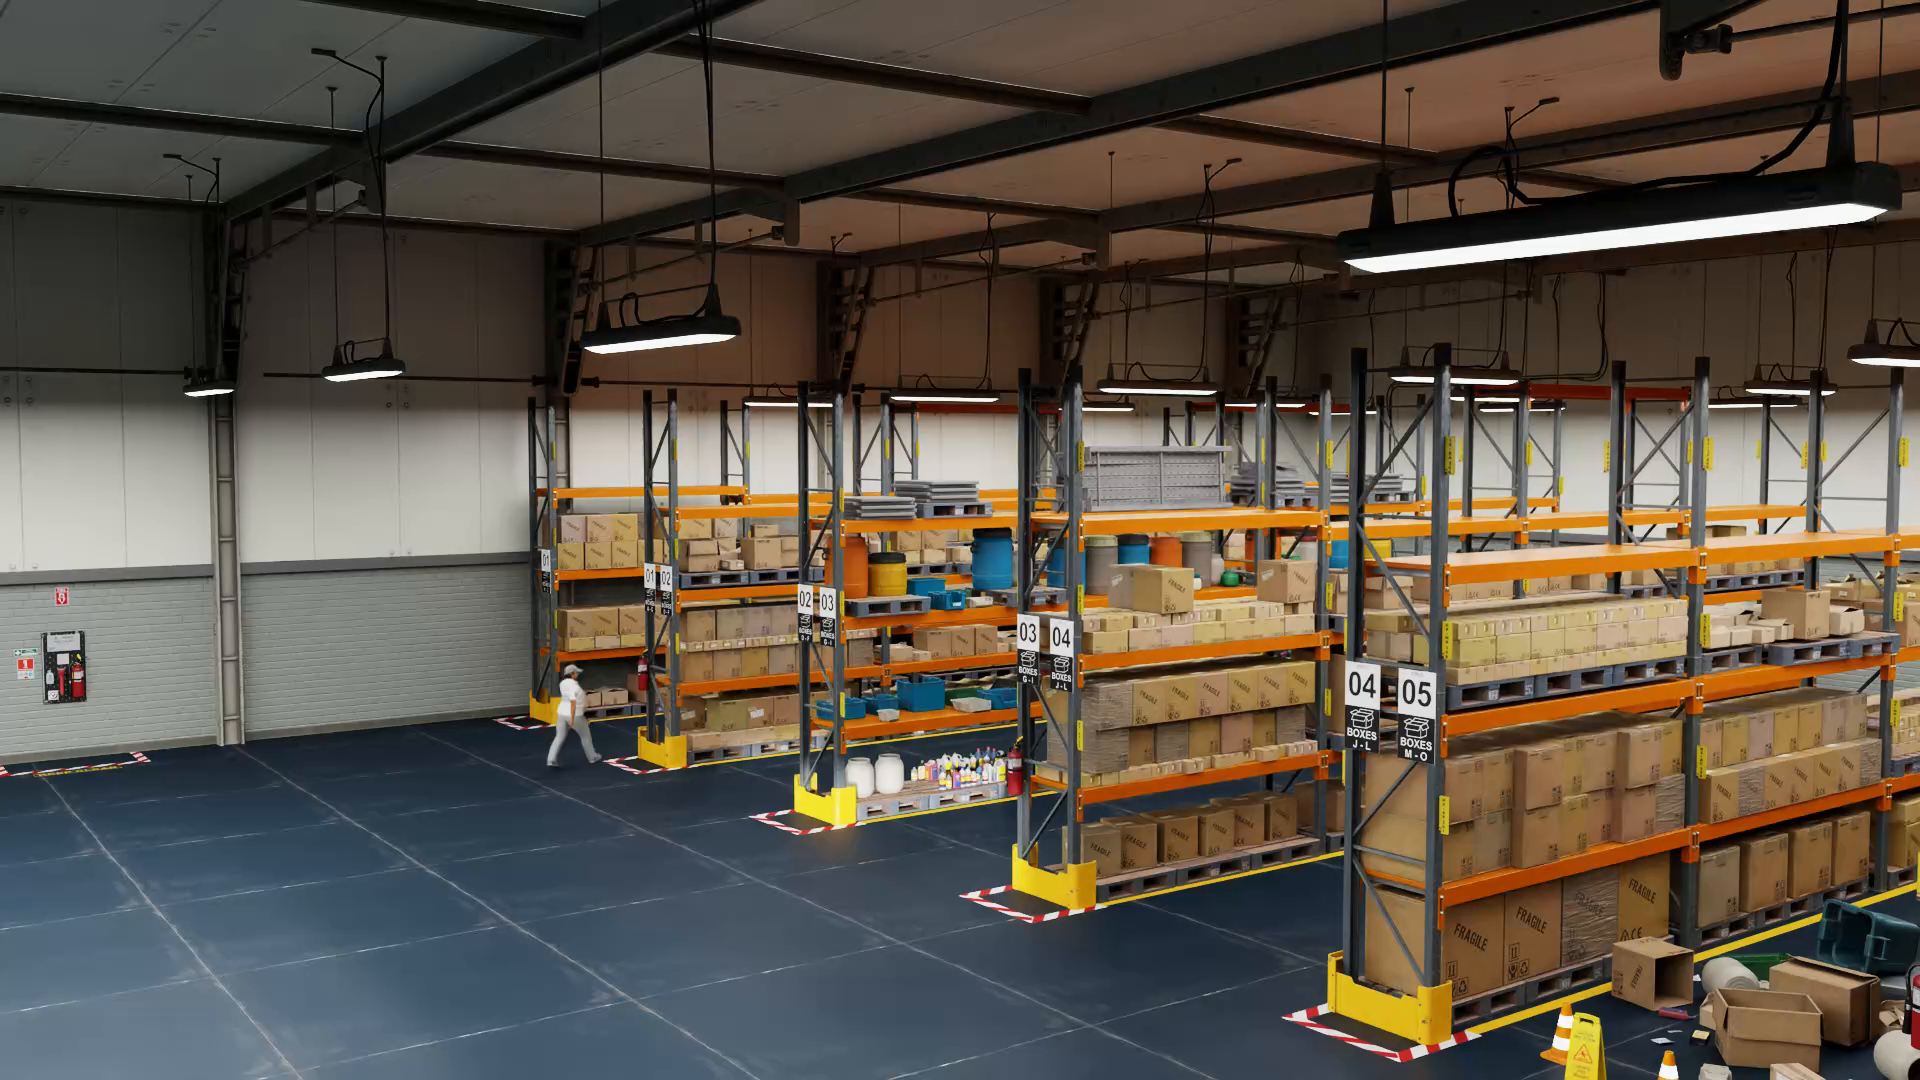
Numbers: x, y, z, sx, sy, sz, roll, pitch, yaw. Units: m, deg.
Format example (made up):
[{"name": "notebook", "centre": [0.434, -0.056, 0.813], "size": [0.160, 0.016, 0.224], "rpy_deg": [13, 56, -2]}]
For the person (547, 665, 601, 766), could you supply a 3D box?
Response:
[{"name": "person", "centre": [-6.148, 2.776, 26.461], "size": [0.466, 1.608, 1.003], "rpy_deg": [2, 4, 32]}]
